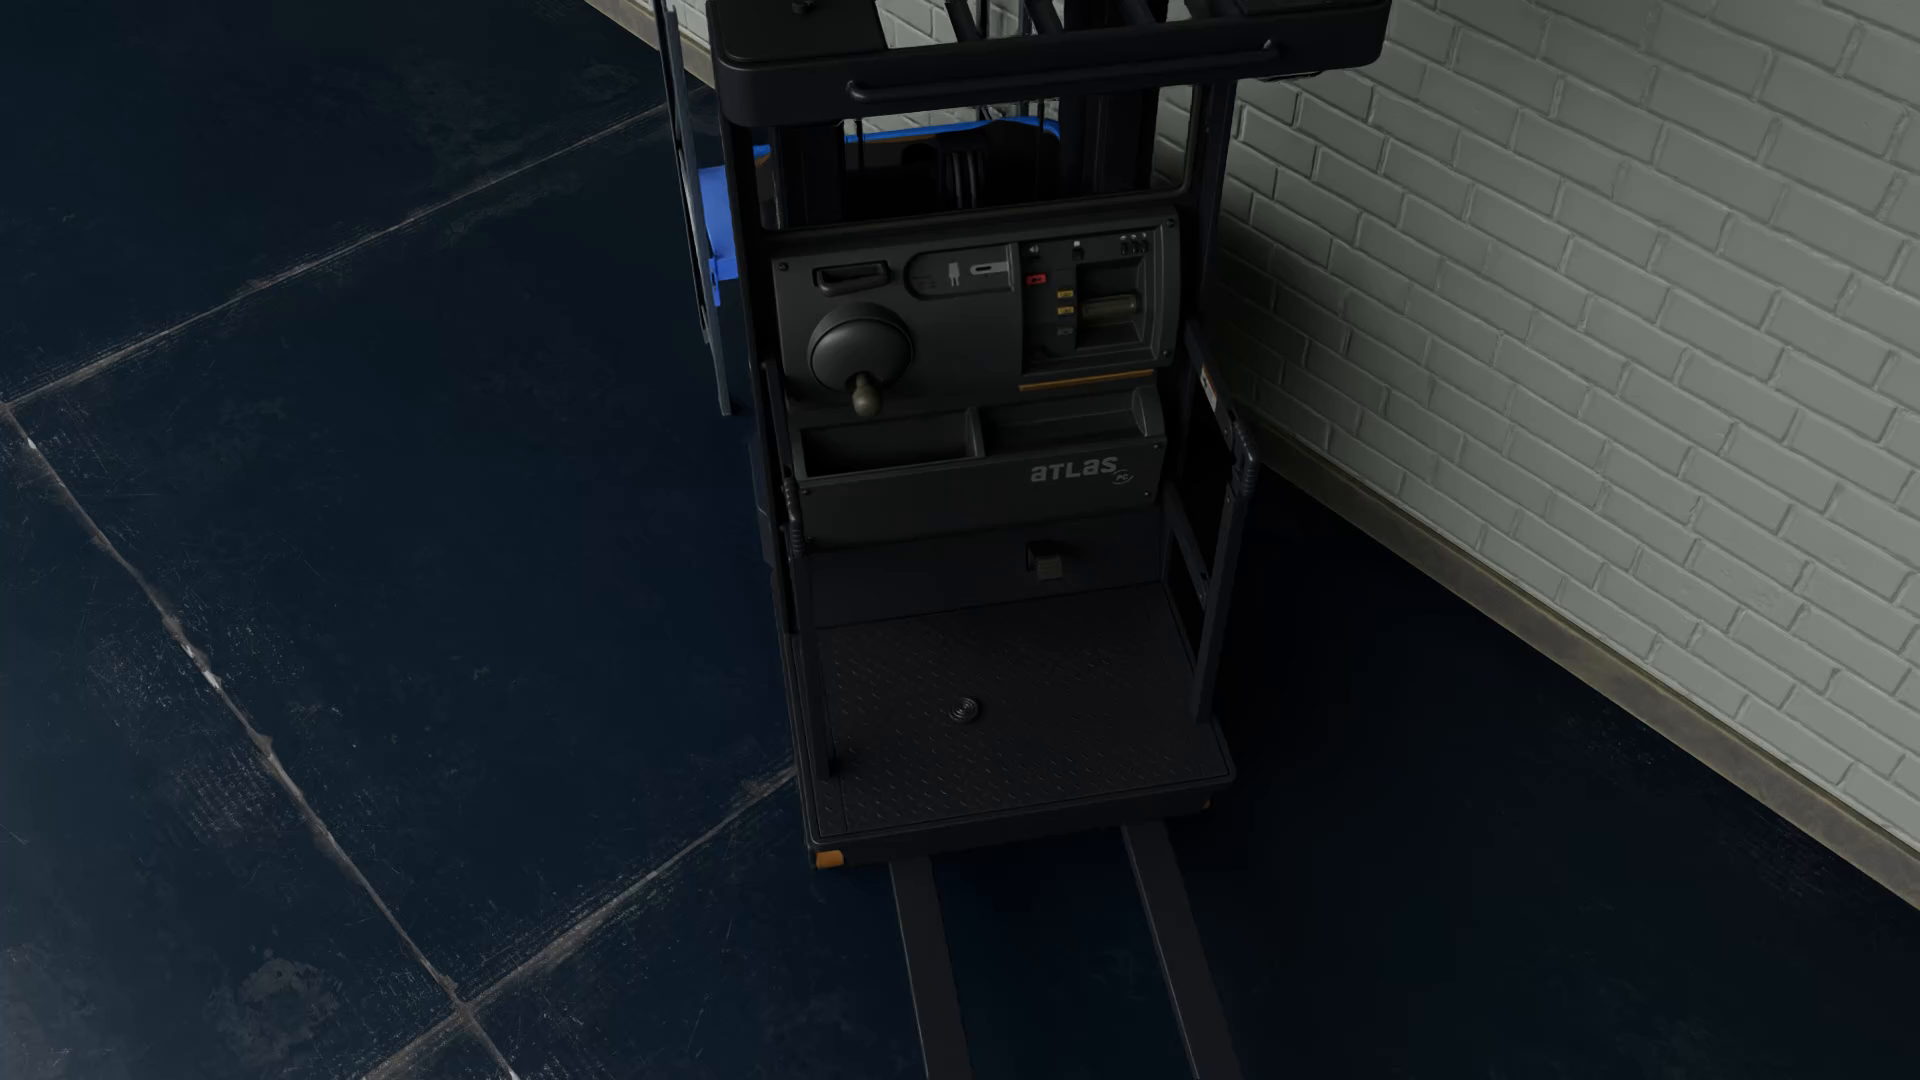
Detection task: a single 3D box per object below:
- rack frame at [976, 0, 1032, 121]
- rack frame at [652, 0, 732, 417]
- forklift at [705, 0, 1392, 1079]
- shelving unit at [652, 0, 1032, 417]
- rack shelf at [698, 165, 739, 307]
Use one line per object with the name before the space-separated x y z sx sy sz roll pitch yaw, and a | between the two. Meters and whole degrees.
rack frame | 0.131 -1.297 5.426 0.032 1.500 0.500 -11 48 -10
rack frame | -0.852 -1.107 5.251 0.032 1.500 0.500 -11 48 -10
forklift | 0.088 -0.419 3.642 1.130 2.935 3.031 -8 48 -7
shelving unit | -0.361 -1.202 5.338 1.048 1.500 0.538 -11 48 -10
rack shelf | -0.361 -1.080 5.471 1.000 0.185 0.538 -11 48 -10
